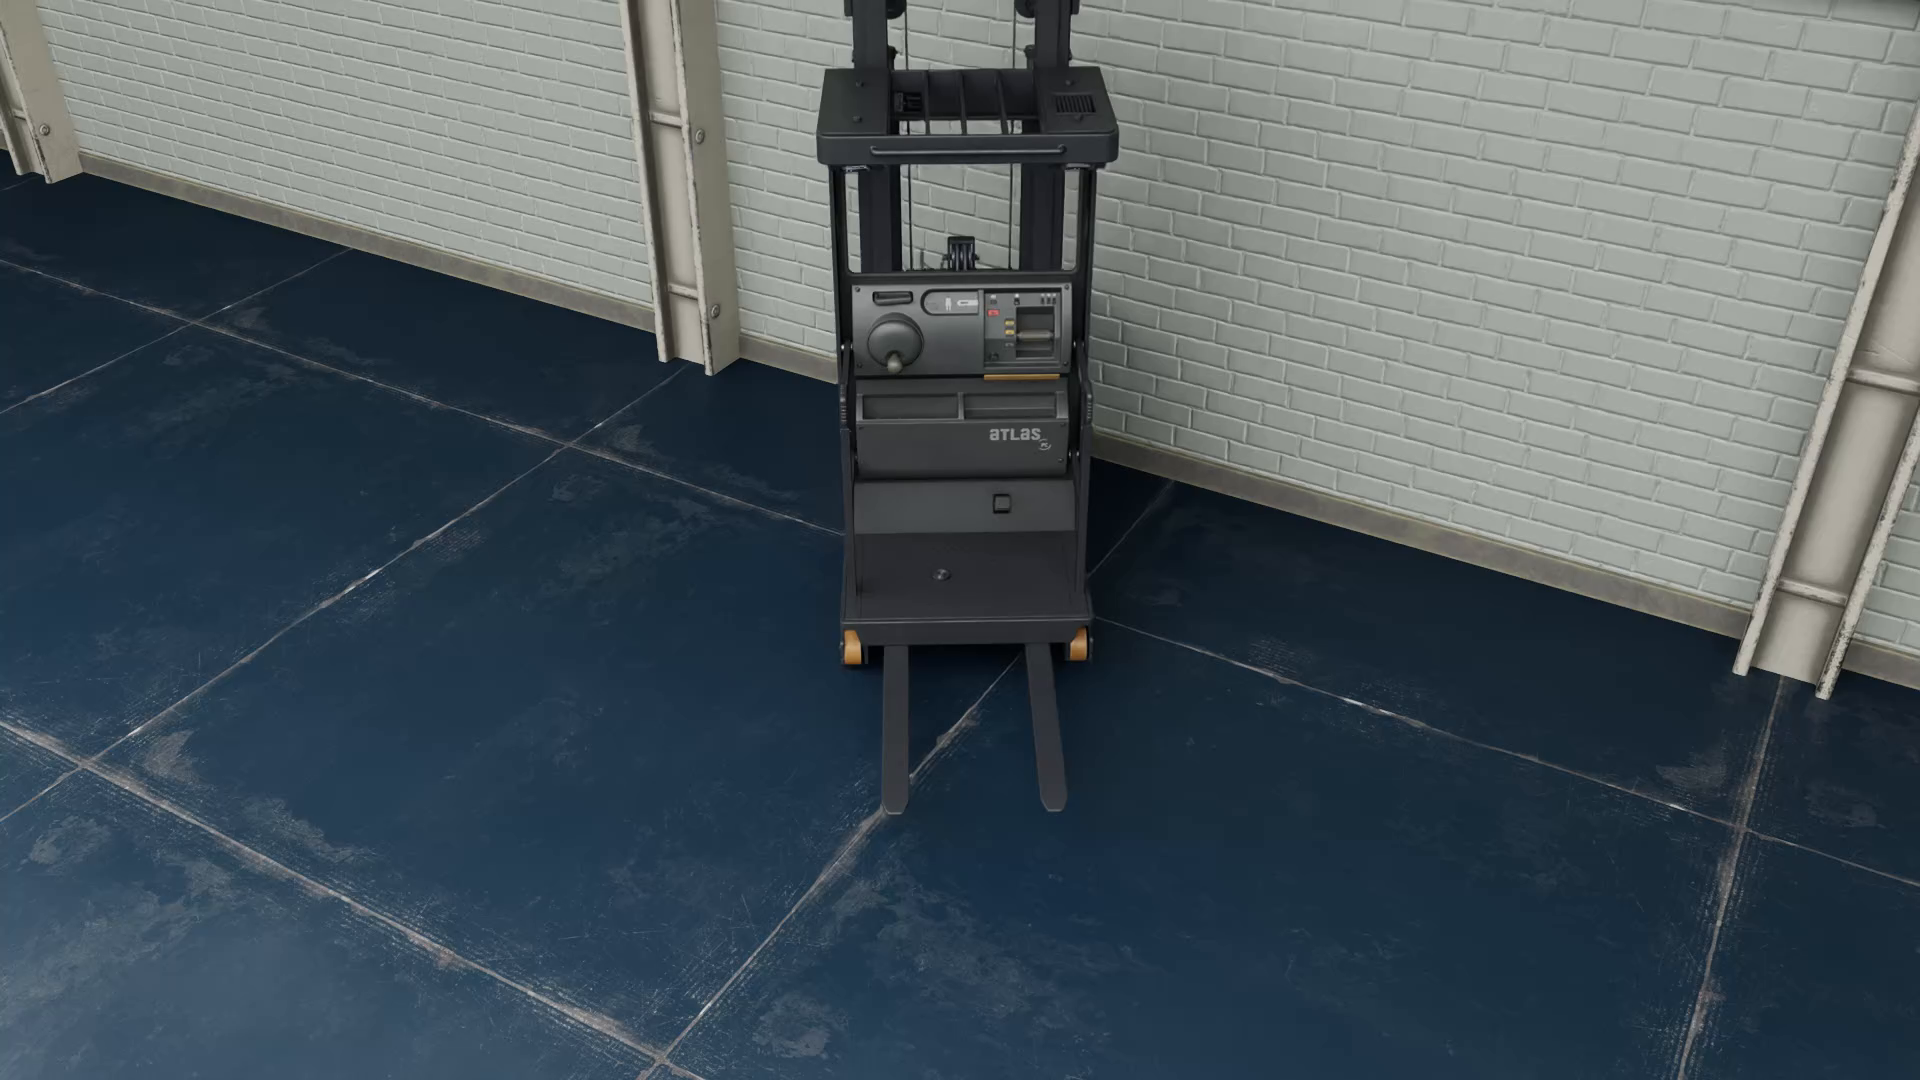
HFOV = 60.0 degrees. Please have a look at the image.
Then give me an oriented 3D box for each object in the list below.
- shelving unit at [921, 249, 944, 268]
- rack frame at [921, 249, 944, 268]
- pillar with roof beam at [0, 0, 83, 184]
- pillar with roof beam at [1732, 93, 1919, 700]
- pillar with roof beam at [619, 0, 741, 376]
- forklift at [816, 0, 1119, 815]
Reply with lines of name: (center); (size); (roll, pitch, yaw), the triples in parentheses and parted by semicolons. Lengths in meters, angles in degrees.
shelving unit: (-0.244, -0.989, 8.788); (0.252, 1.050, 0.215); (-21, 39, -28)
rack frame: (-0.143, -1.027, 8.845); (0.008, 1.050, 0.200); (-21, 39, -28)
pillar with roof beam: (-8.884, -4.408, 6.750); (0.400, 9.000, 9.100); (18, 37, 24)
pillar with roof beam: (1.535, -1.108, 1.794); (0.400, 9.000, 9.100); (18, 37, 24)
pillar with roof beam: (-3.675, -2.758, 4.272); (0.400, 9.000, 9.100); (18, 37, 24)
forklift: (0.018, -0.841, 6.869); (1.130, 2.935, 3.031); (-1, 34, -1)
